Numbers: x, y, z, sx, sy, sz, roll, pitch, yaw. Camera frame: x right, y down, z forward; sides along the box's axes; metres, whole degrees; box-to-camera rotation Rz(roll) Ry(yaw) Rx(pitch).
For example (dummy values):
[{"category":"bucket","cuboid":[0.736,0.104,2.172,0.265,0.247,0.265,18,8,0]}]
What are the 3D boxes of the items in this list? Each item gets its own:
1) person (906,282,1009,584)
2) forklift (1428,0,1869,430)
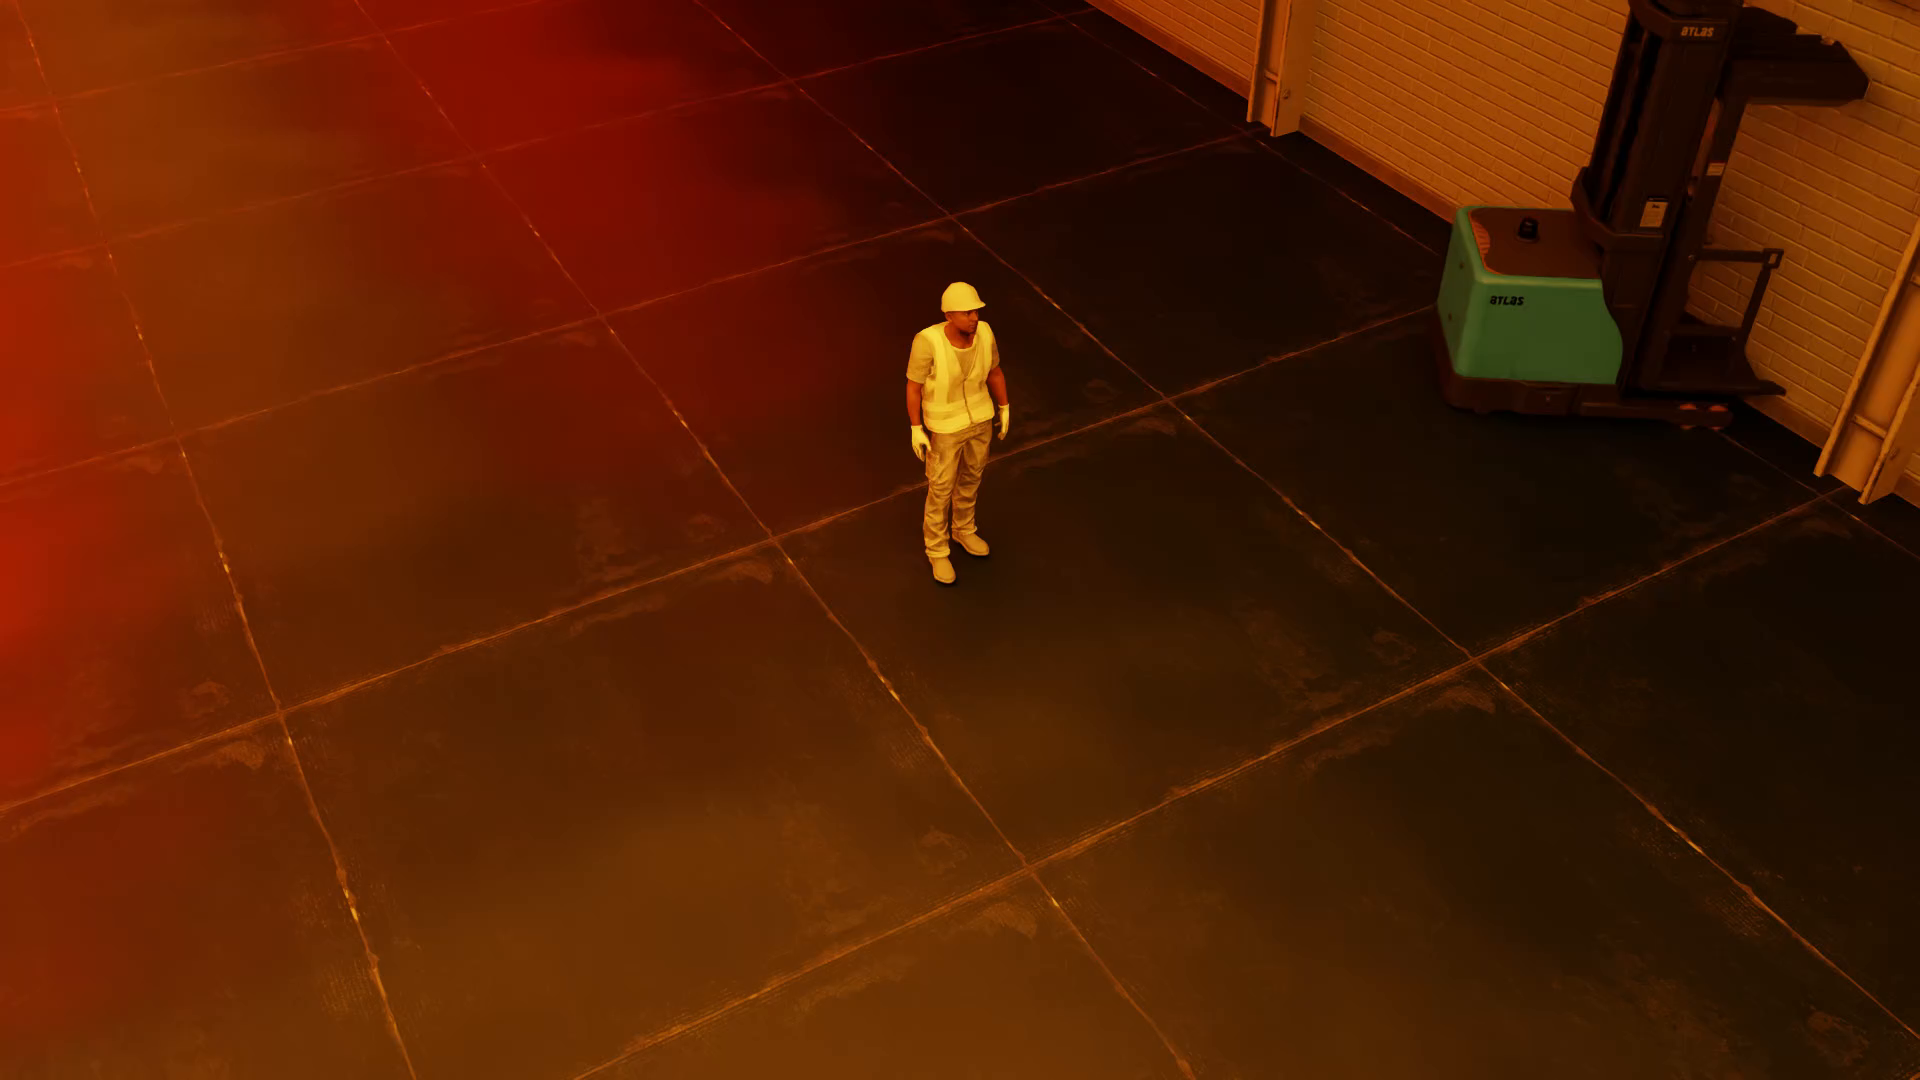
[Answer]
[{"category":"person","cuboid":[0.028,-0.650,9.707,0.656,1.782,0.577,-20,44,-23]},{"category":"forklift","cuboid":[4.864,-2.226,10.720,3.031,2.935,1.130,3,40,4]}]
